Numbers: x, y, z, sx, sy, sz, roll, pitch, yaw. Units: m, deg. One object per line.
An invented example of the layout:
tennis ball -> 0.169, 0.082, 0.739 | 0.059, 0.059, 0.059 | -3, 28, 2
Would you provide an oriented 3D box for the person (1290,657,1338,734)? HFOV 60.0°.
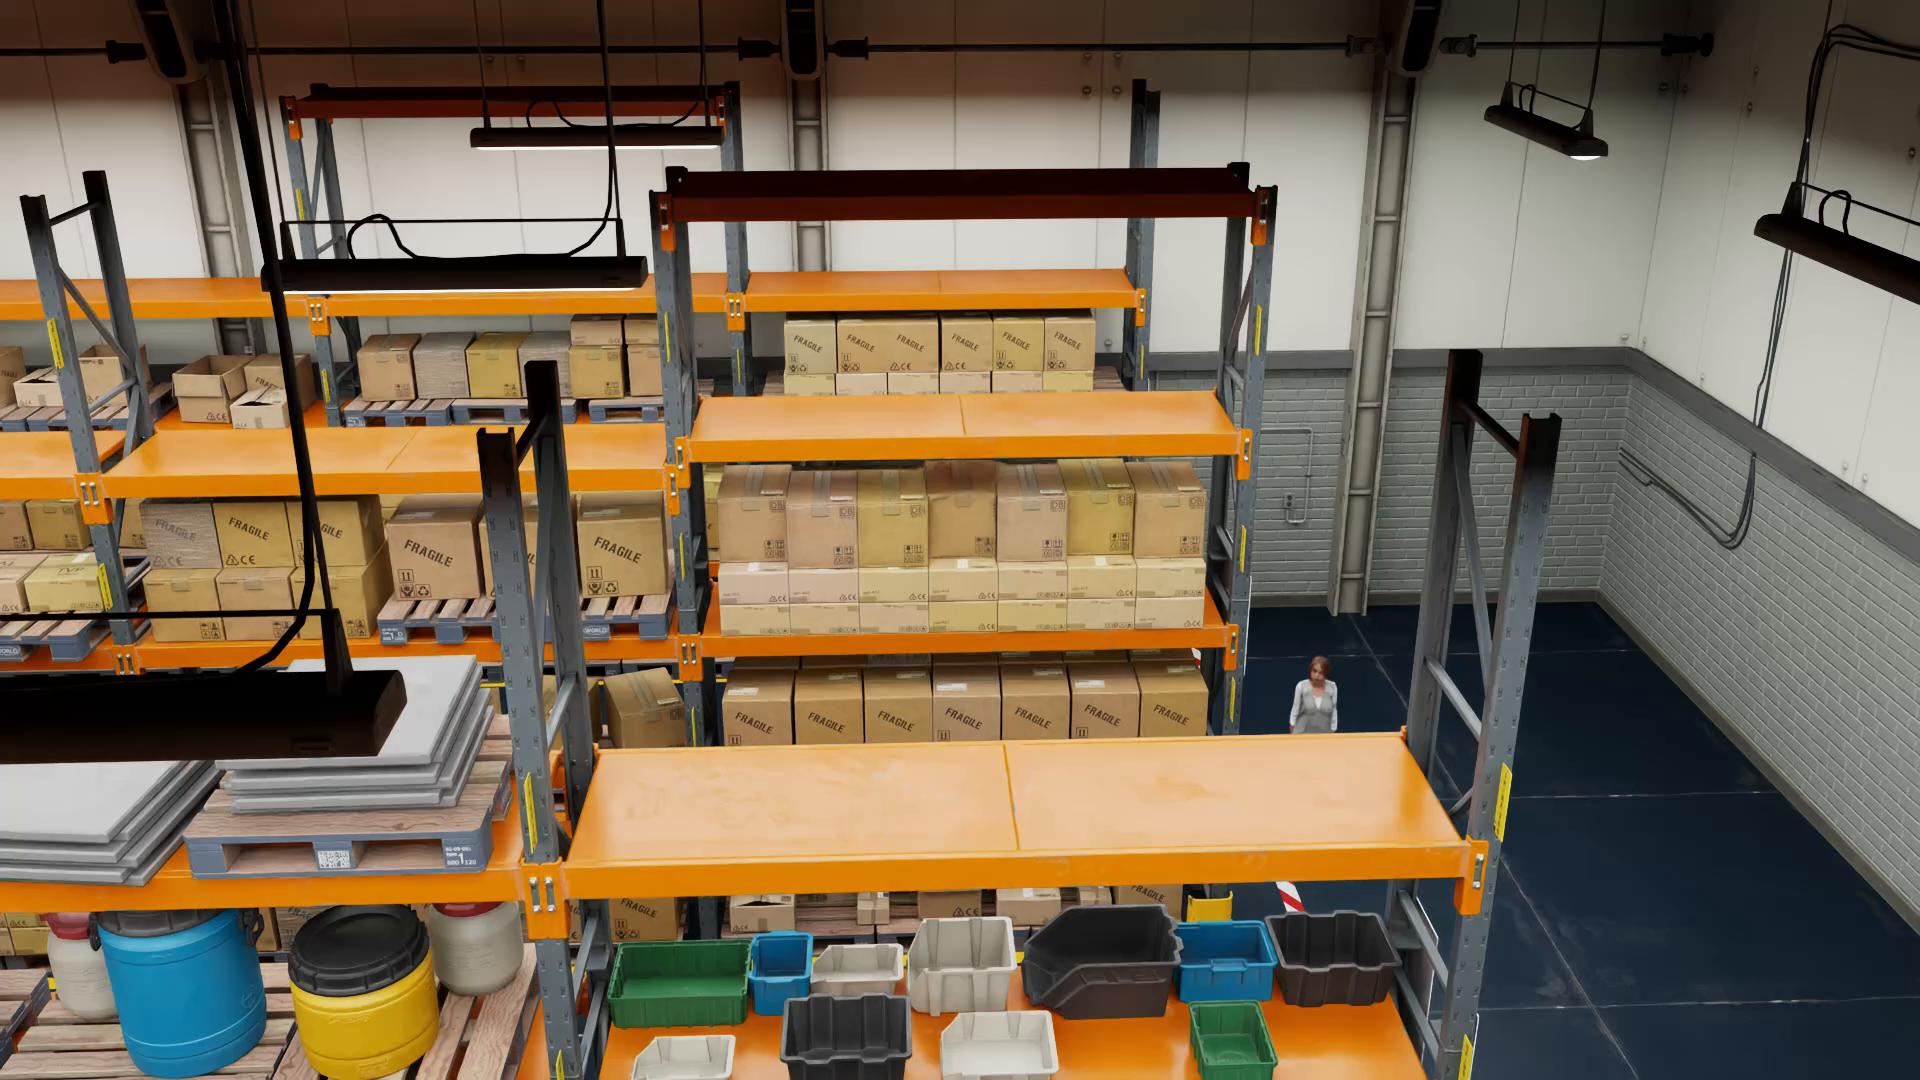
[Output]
person -> 3.105, 1.738, 14.723 | 0.412, 1.586, 0.536 | -2, 22, -5
